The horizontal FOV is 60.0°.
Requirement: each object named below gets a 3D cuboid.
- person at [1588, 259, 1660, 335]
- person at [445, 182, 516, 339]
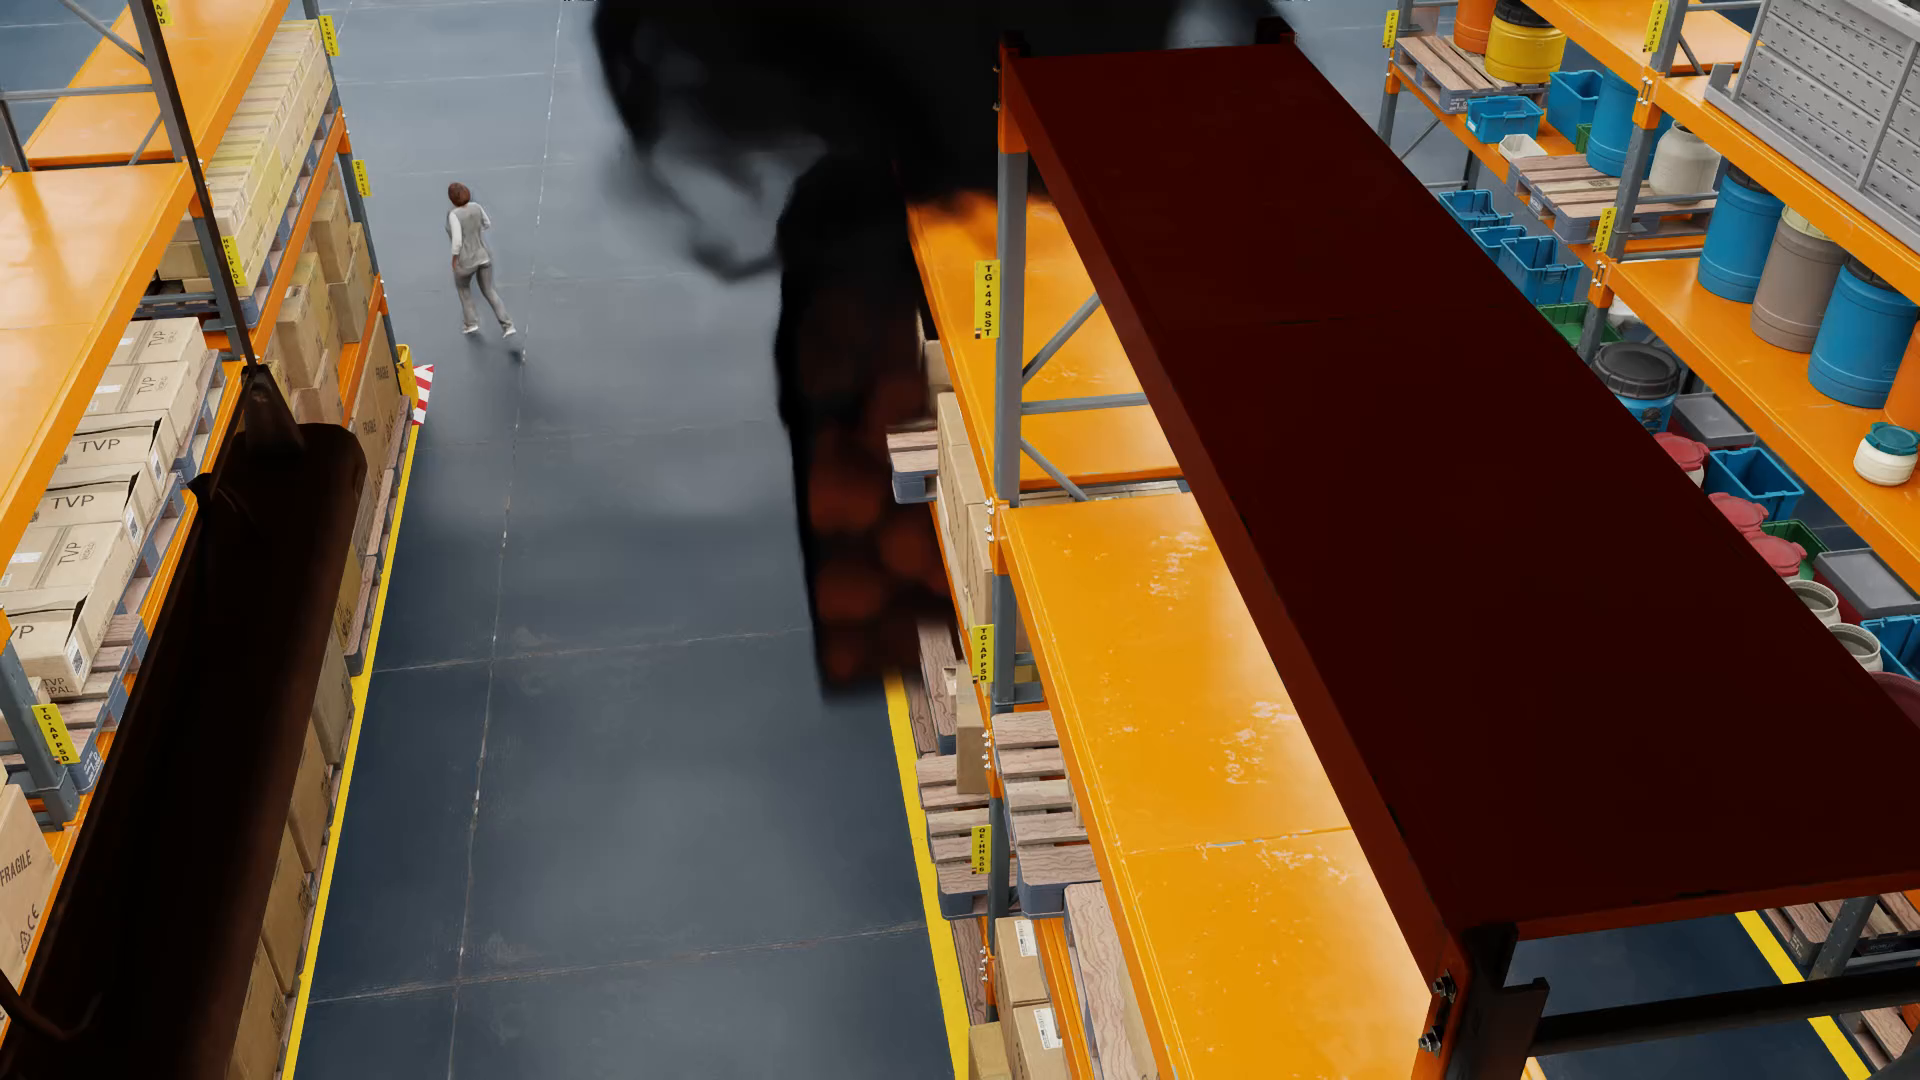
[{"bbox_3d":[5.927,-2.055,14.877,0.648,1.616,0.648,-4,37,-6],"label":"person"},{"bbox_3d":[-4.547,-2.576,15.612,0.771,1.617,0.575,26,44,31],"label":"person"}]
